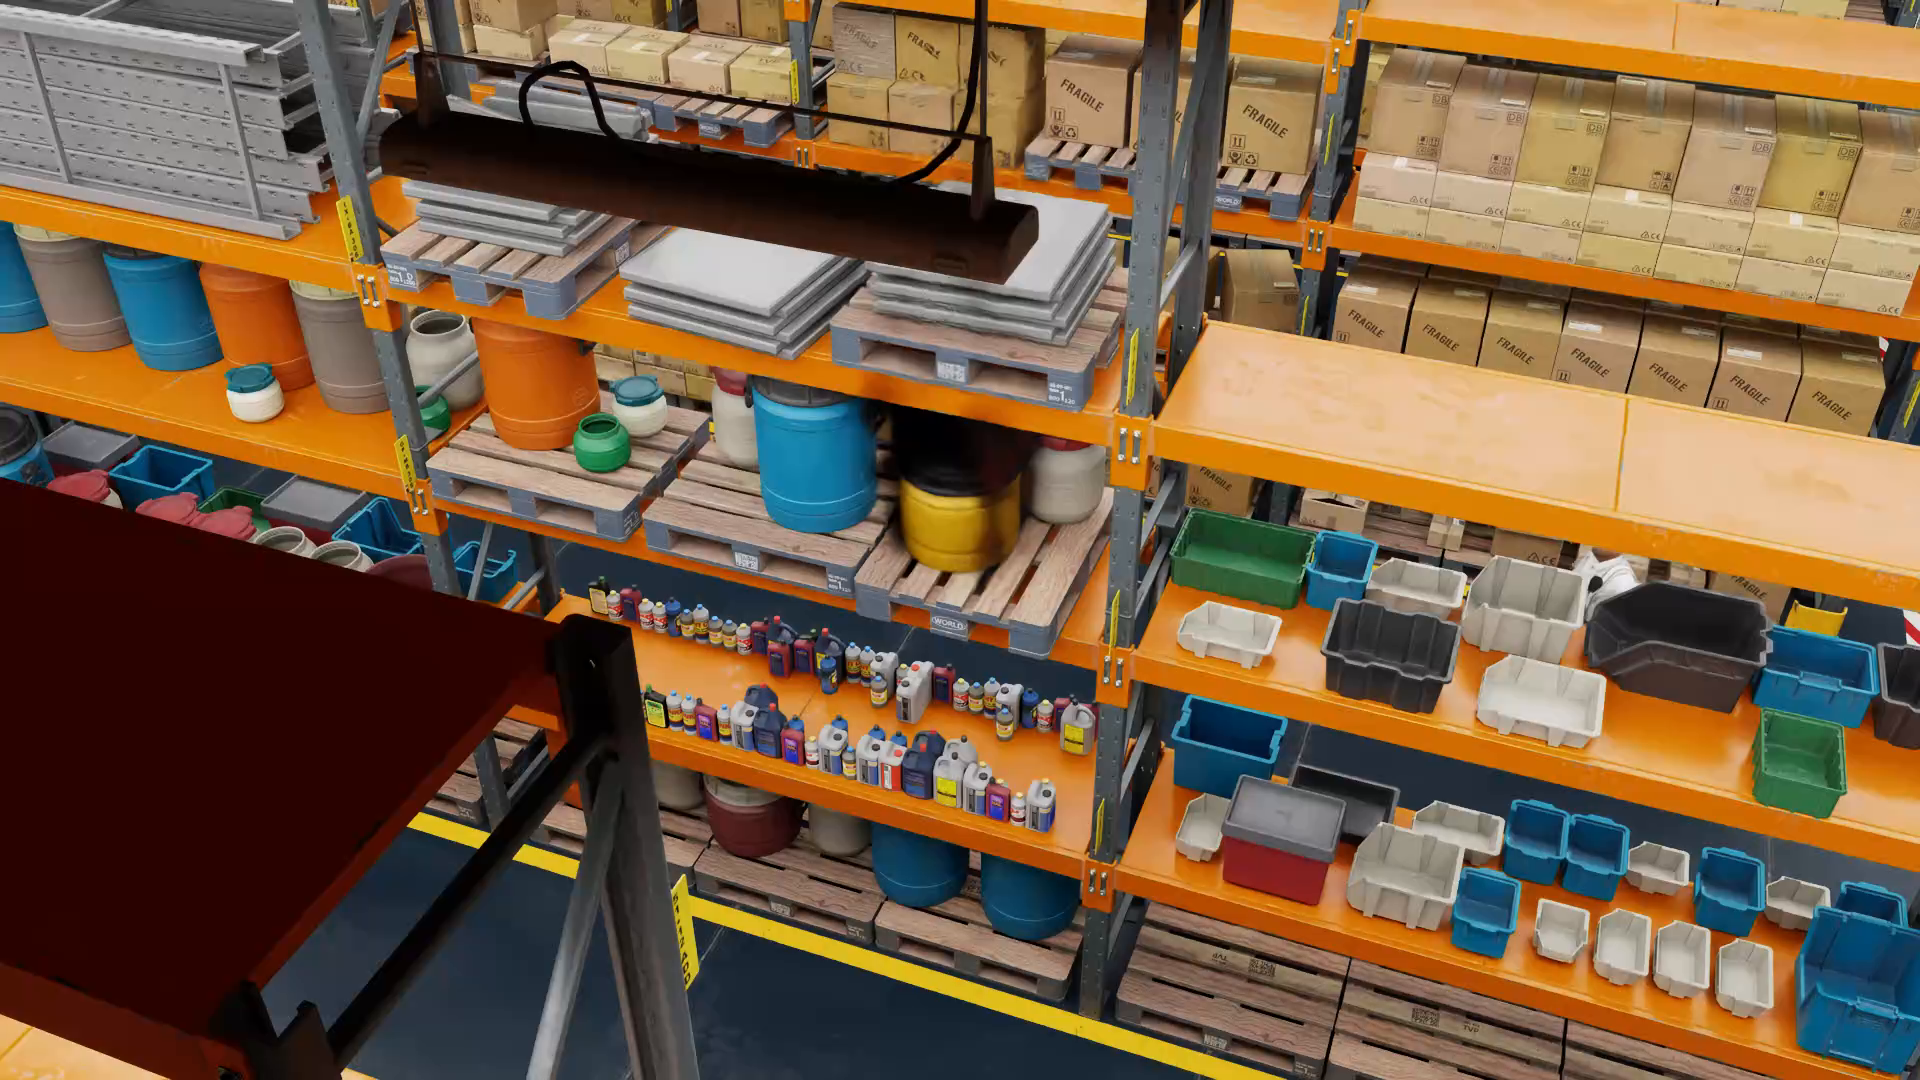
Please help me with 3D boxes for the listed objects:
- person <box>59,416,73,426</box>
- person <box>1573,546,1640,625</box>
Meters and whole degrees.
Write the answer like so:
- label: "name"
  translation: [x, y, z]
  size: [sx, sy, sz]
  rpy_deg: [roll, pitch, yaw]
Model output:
- label: "person"
  translation: [-6.990, -1.027, 13.342]
  size: [0.637, 1.731, 0.712]
  rpy_deg: [9, 37, 11]
- label: "person"
  translation: [4.225, 0.630, 11.092]
  size: [0.655, 1.861, 0.689]
  rpy_deg: [6, 37, 8]
